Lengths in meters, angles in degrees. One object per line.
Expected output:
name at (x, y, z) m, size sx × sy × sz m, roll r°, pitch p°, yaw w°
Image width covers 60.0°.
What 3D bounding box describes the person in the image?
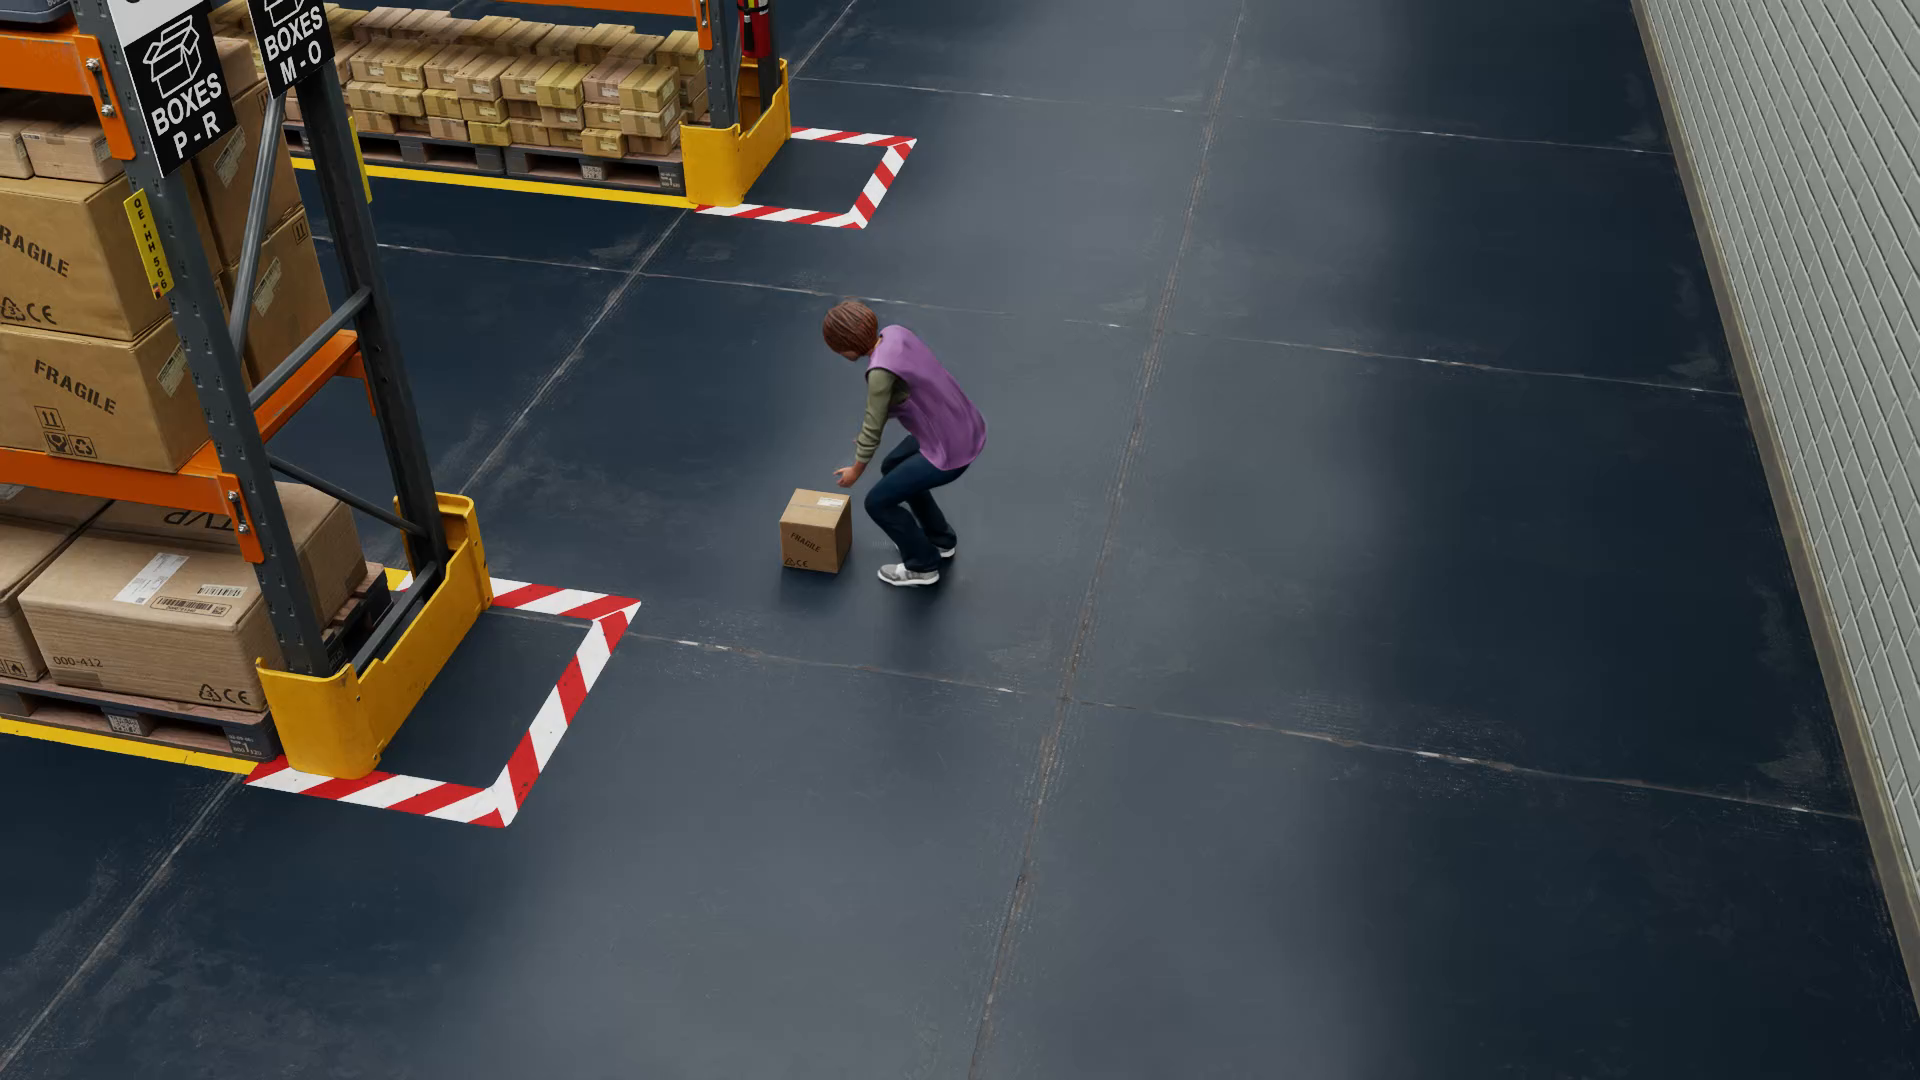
person at (-0.224, -0.378, 6.925) m, size 0.657 × 1.283 × 0.462 m, roll 8°, pitch 38°, yaw 10°
